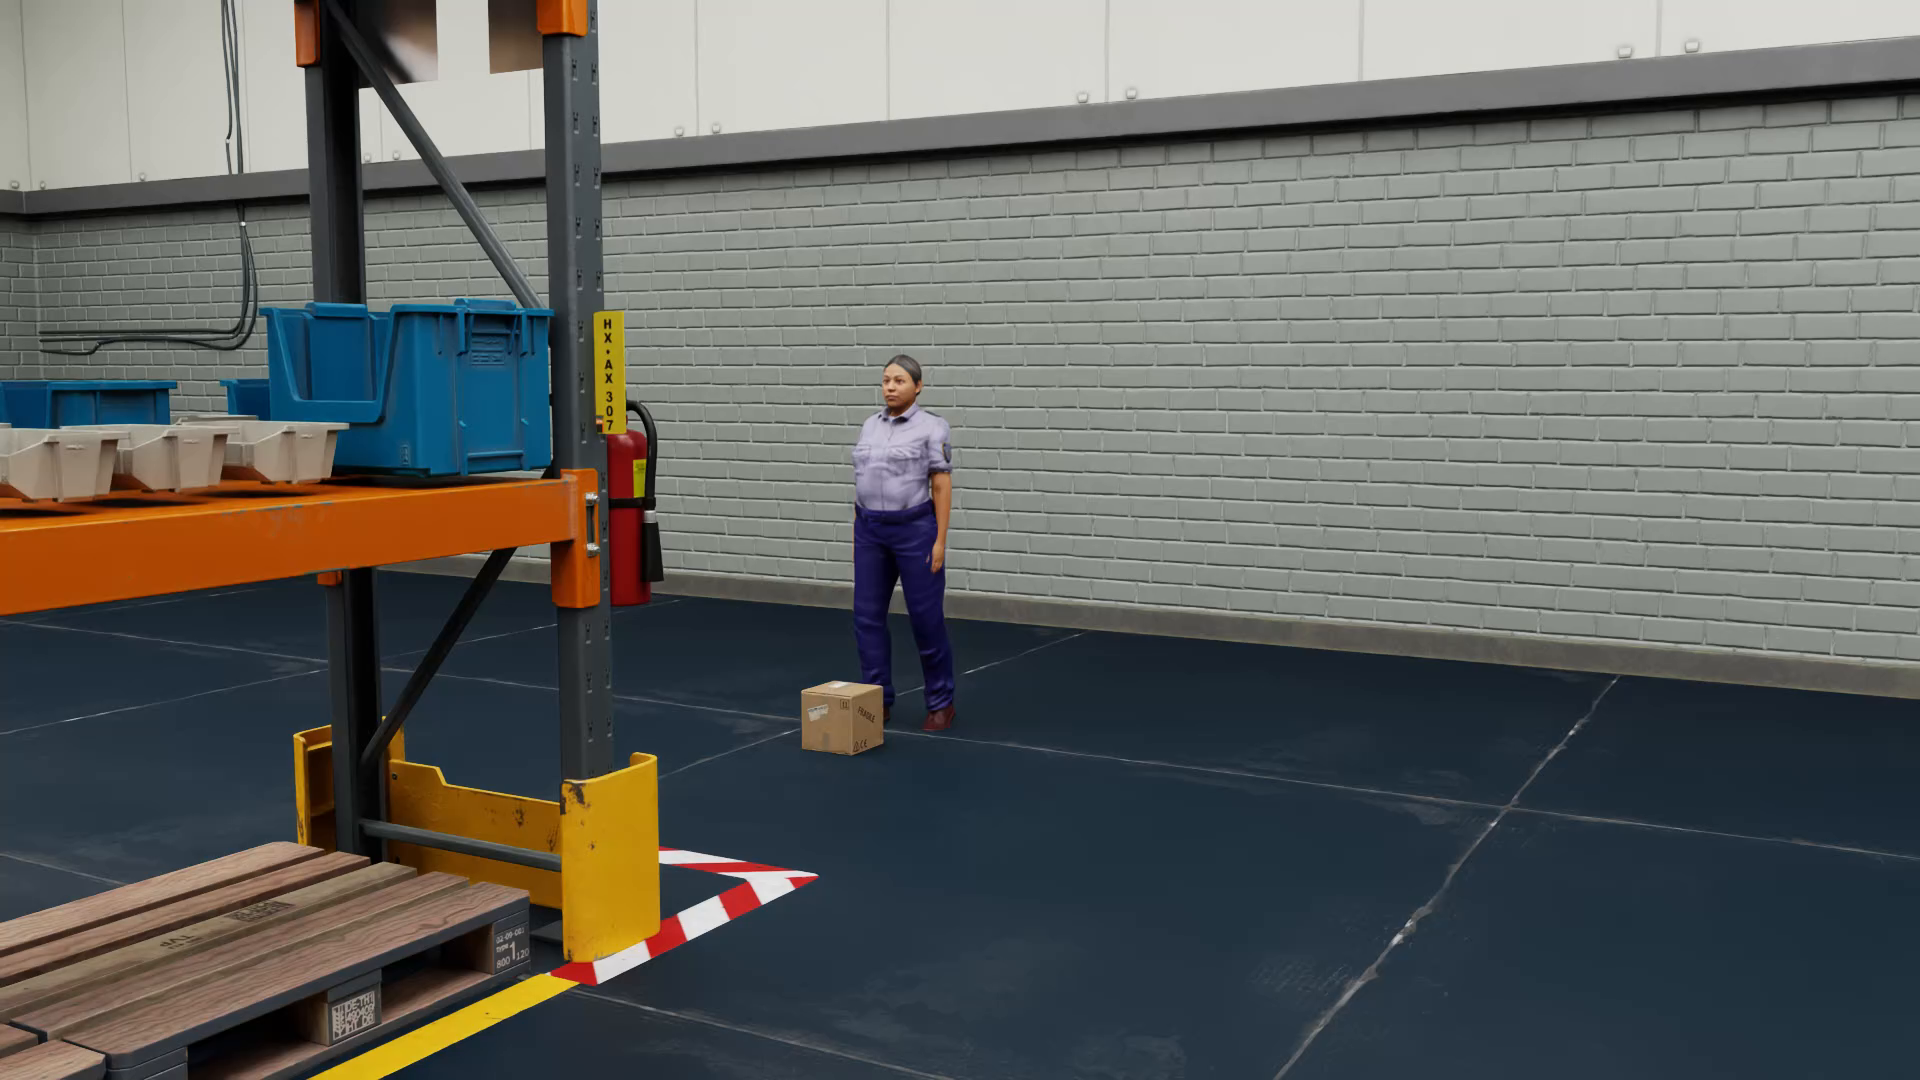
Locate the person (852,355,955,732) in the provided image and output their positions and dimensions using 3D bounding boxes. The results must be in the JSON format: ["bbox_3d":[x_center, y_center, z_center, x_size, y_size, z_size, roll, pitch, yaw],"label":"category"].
[{"bbox_3d":[-0.268,0.031,7.332,0.473,1.682,0.441,3,7,30],"label":"person"}]
